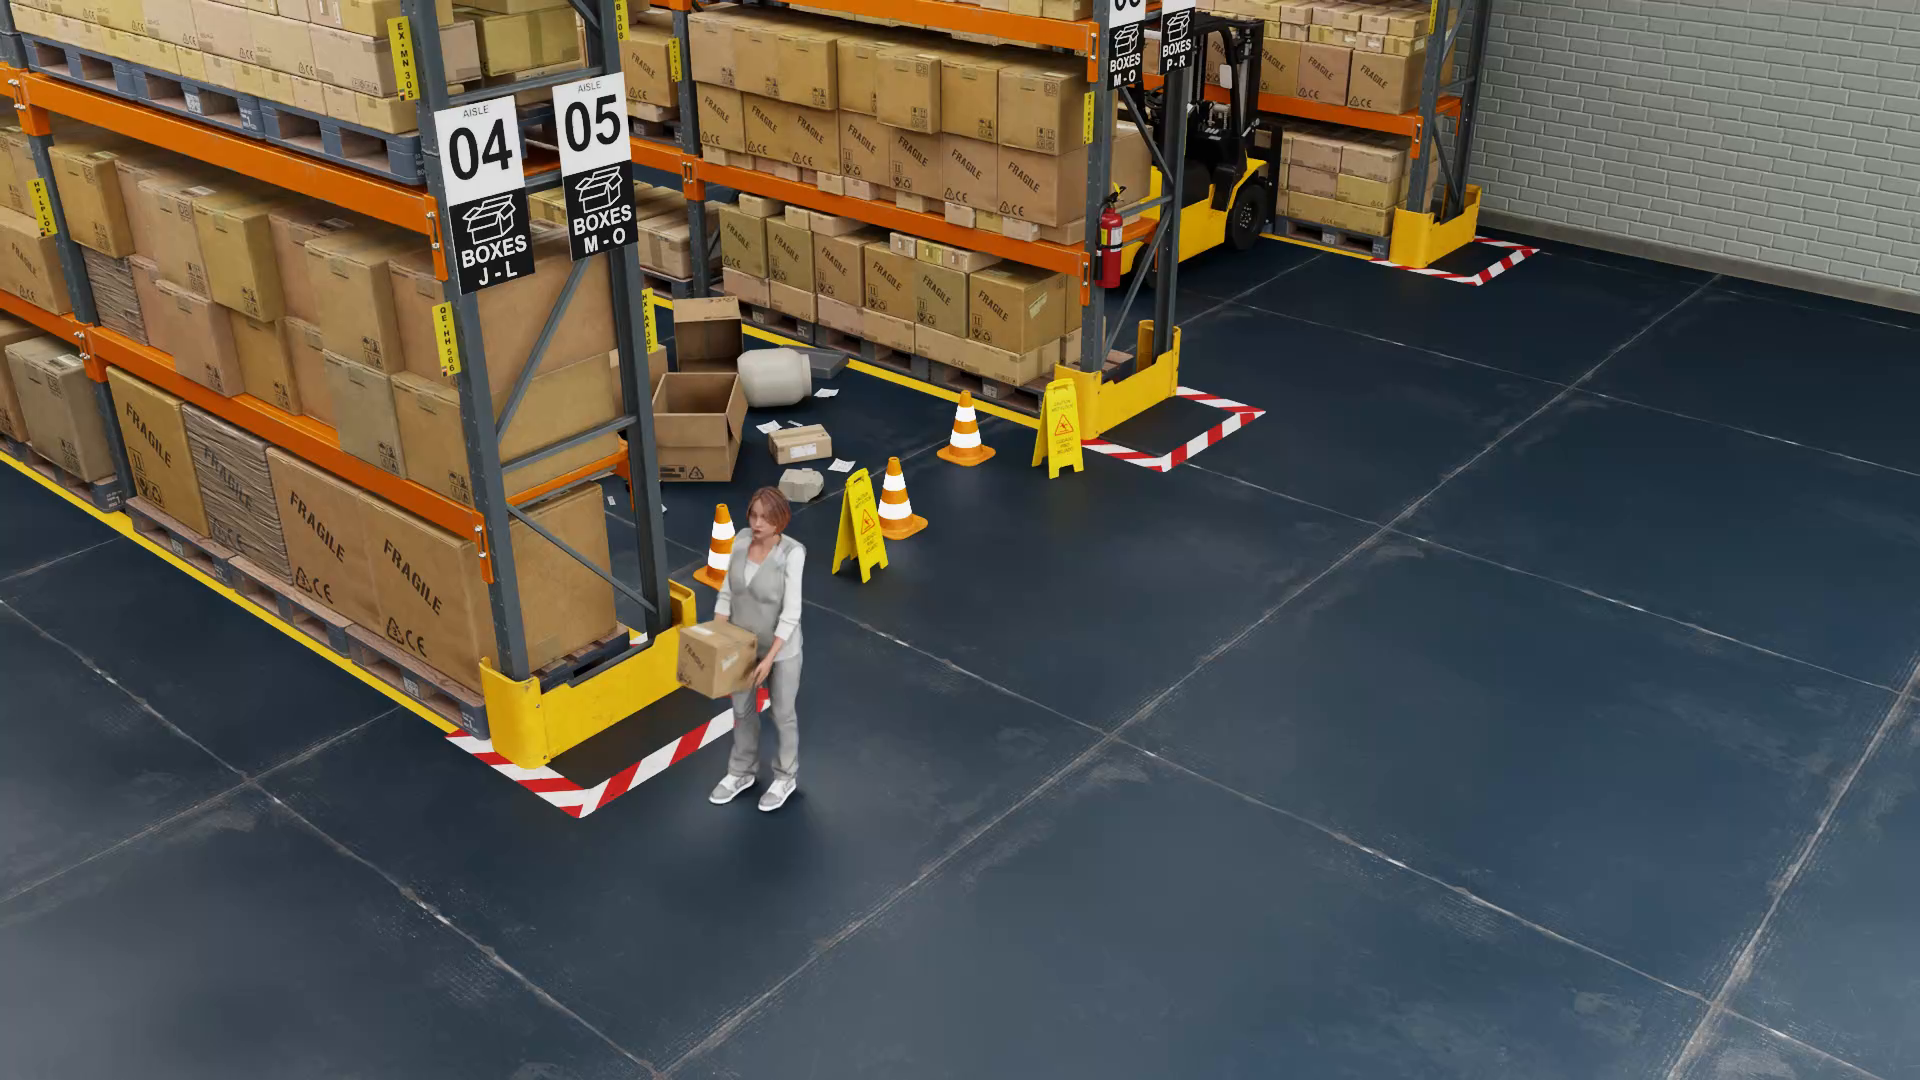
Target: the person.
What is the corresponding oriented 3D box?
[{"bbox_3d":[-0.934,0.514,7.623,0.489,1.606,0.411,-1,28,-2],"label":"person"}]
